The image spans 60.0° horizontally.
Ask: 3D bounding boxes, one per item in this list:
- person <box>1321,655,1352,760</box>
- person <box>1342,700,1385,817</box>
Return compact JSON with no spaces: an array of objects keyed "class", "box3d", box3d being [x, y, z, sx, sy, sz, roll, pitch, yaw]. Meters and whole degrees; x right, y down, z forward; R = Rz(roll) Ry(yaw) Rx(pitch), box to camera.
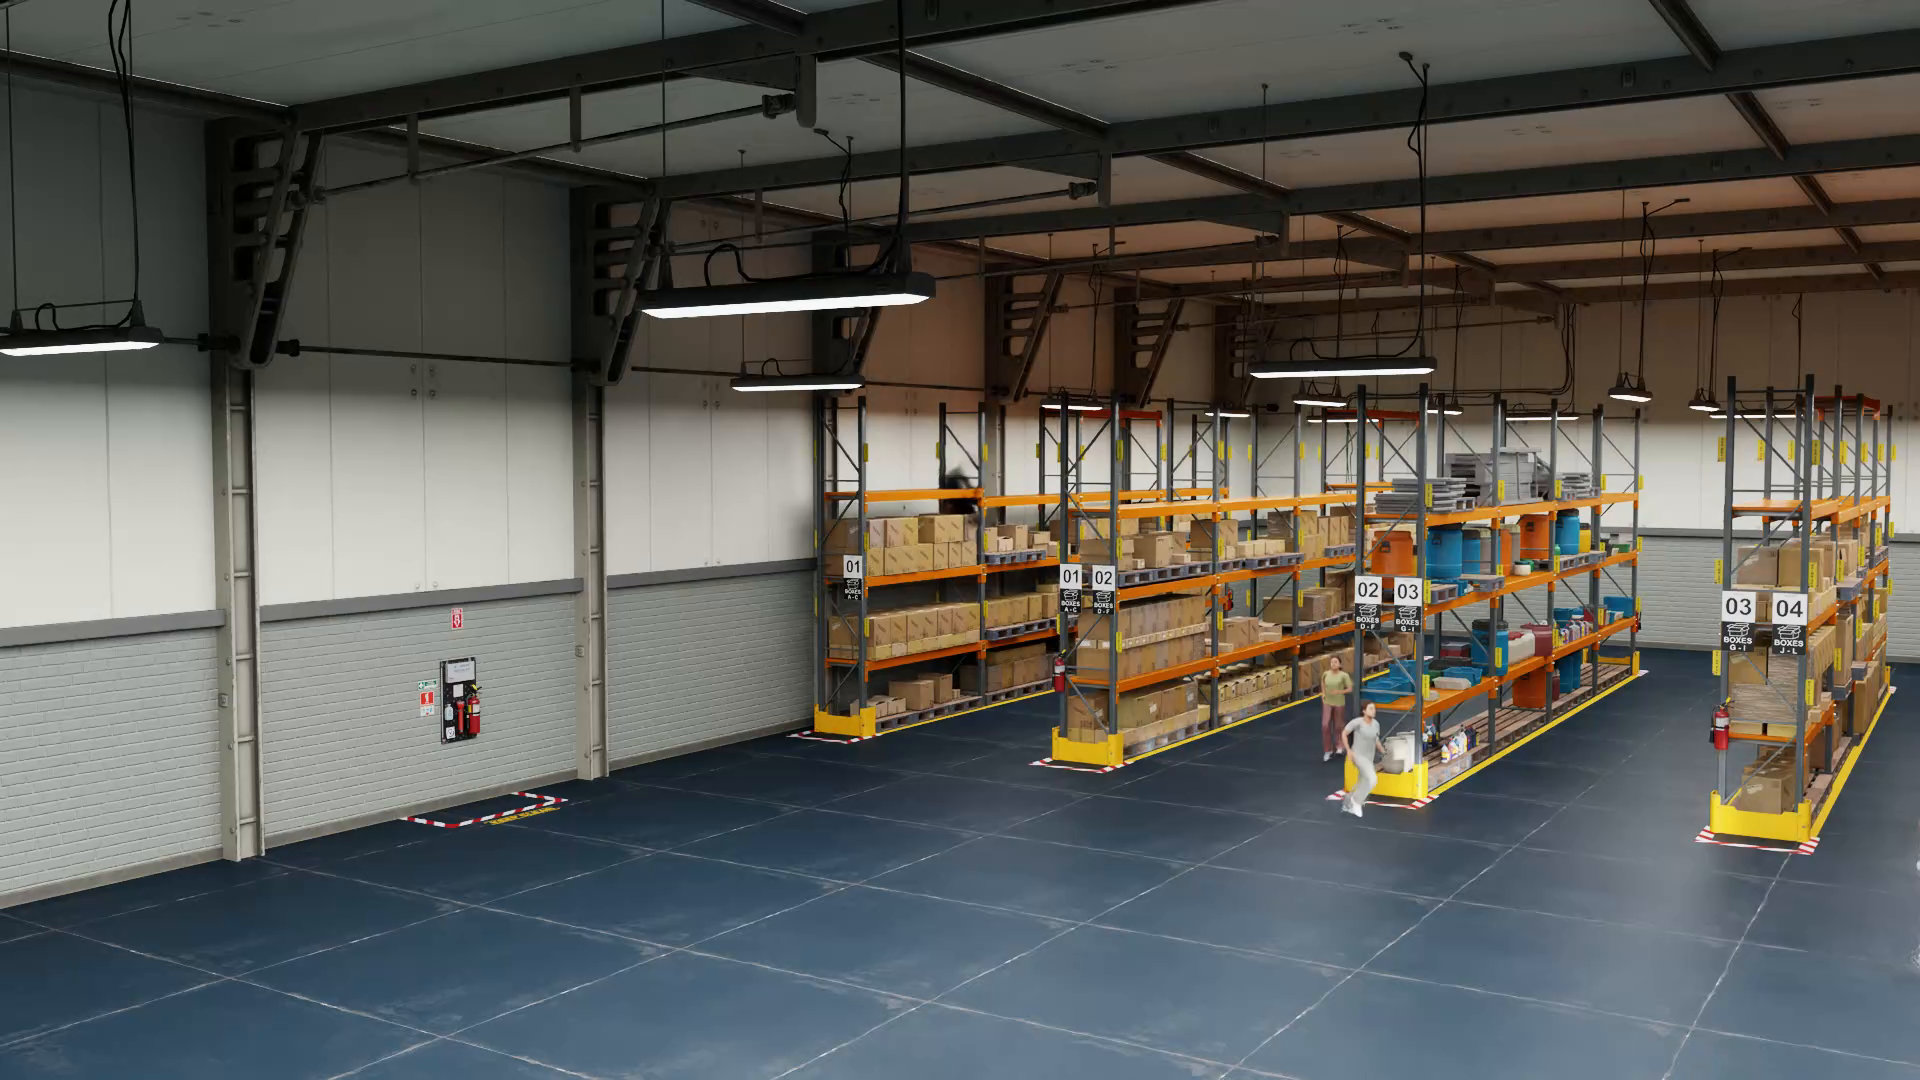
[{"class":"person","box3d":[6.157,2.745,27.277,0.572,1.724,0.652,2,3,29]},{"class":"person","box3d":[5.531,2.980,22.800,0.493,1.602,0.719,-2,4,-34]}]
